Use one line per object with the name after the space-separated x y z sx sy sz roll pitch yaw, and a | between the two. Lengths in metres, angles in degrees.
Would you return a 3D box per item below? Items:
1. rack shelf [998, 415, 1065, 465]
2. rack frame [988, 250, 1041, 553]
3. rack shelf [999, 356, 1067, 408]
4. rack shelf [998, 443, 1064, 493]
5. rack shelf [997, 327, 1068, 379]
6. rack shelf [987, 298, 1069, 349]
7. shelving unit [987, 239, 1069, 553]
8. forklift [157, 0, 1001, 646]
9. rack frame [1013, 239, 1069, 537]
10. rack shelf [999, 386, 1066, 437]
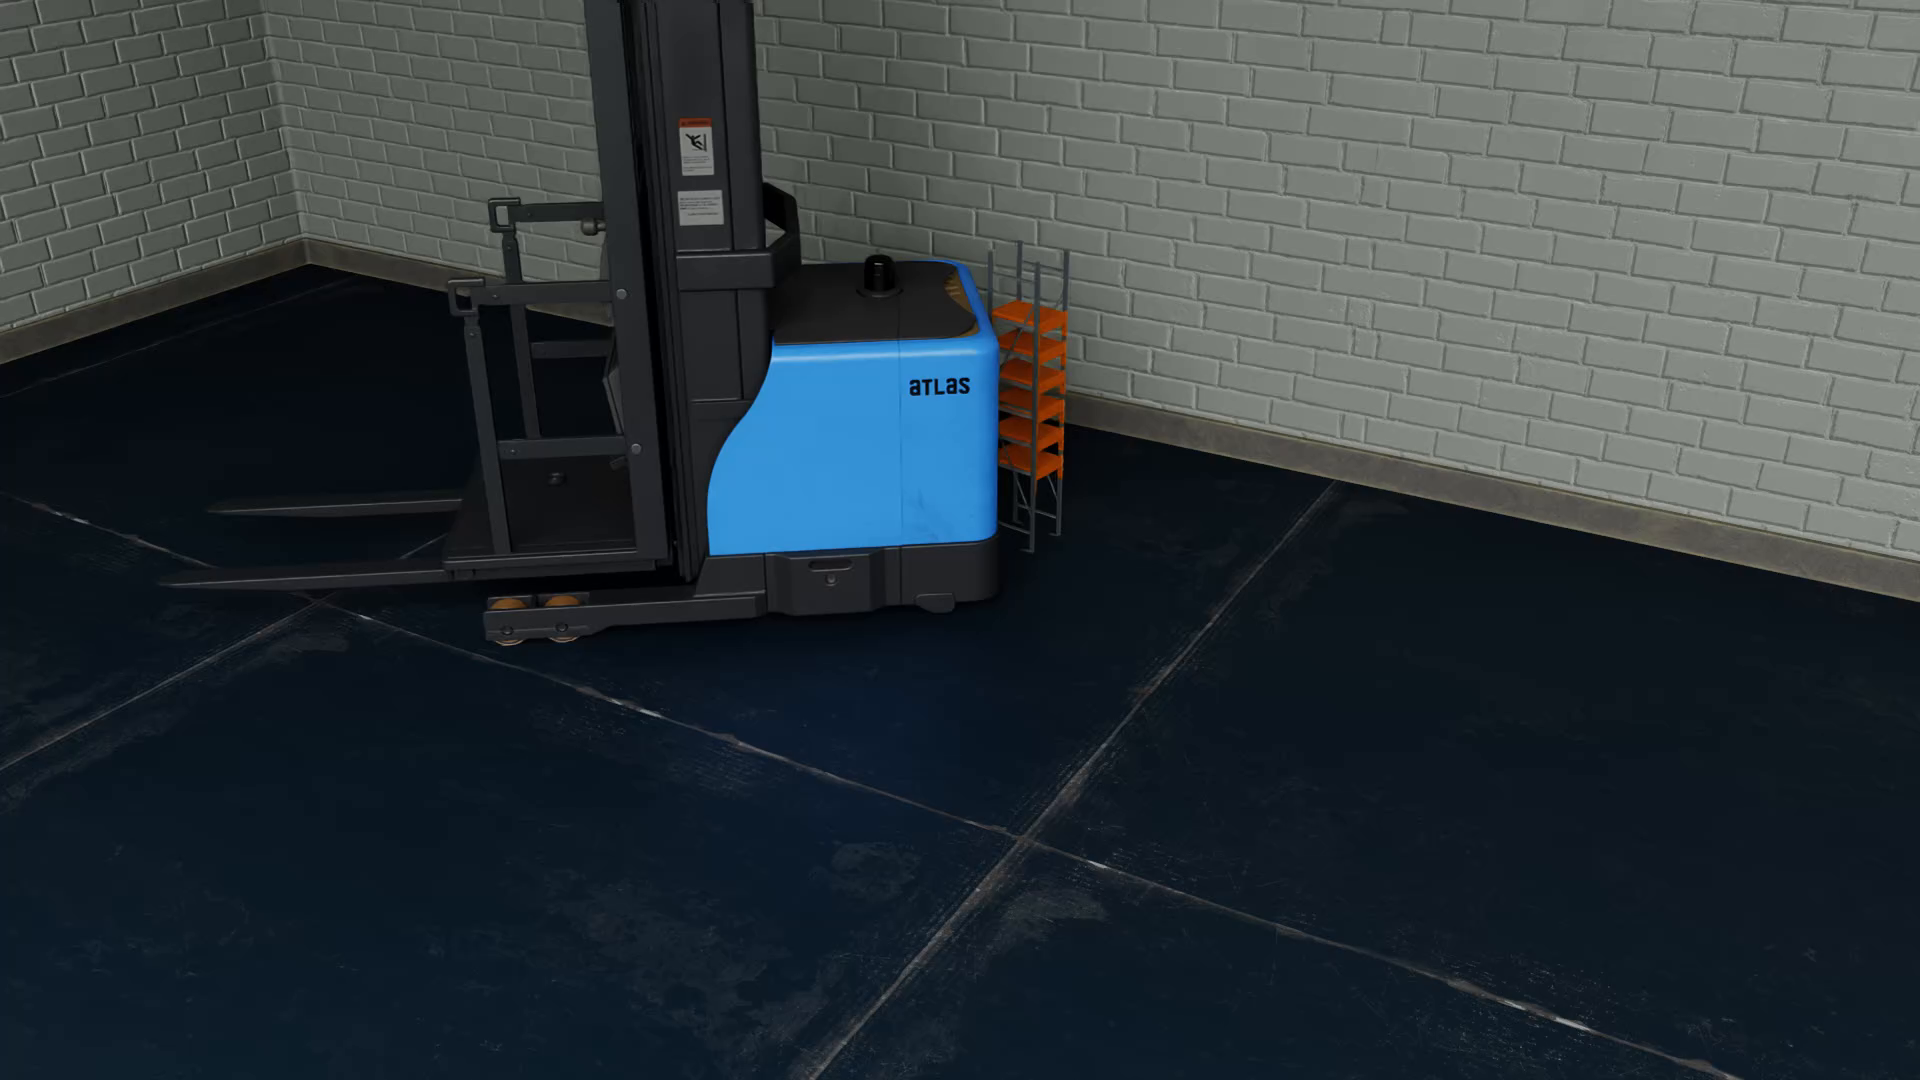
0.258 -0.402 6.579 0.258 0.103 0.180 20 33 34 | rack shelf
0.201 -0.517 6.442 0.240 1.200 0.006 20 33 34 | rack frame
0.258 -0.616 6.472 0.258 0.103 0.180 20 33 34 | rack shelf
0.258 -0.294 6.633 0.258 0.103 0.180 20 33 34 | rack shelf
0.258 -0.724 6.418 0.258 0.103 0.180 20 33 34 | rack shelf
0.258 -0.831 6.364 0.258 0.103 0.180 20 33 34 | rack shelf
0.258 -0.549 6.506 0.258 1.200 0.189 20 33 34 | shelving unit
-1.404 -1.181 5.834 3.031 2.935 1.130 -3 27 -6 | forklift
0.315 -0.581 6.570 0.240 1.200 0.006 20 33 34 | rack frame
0.258 -0.509 6.526 0.258 0.103 0.180 20 33 34 | rack shelf
